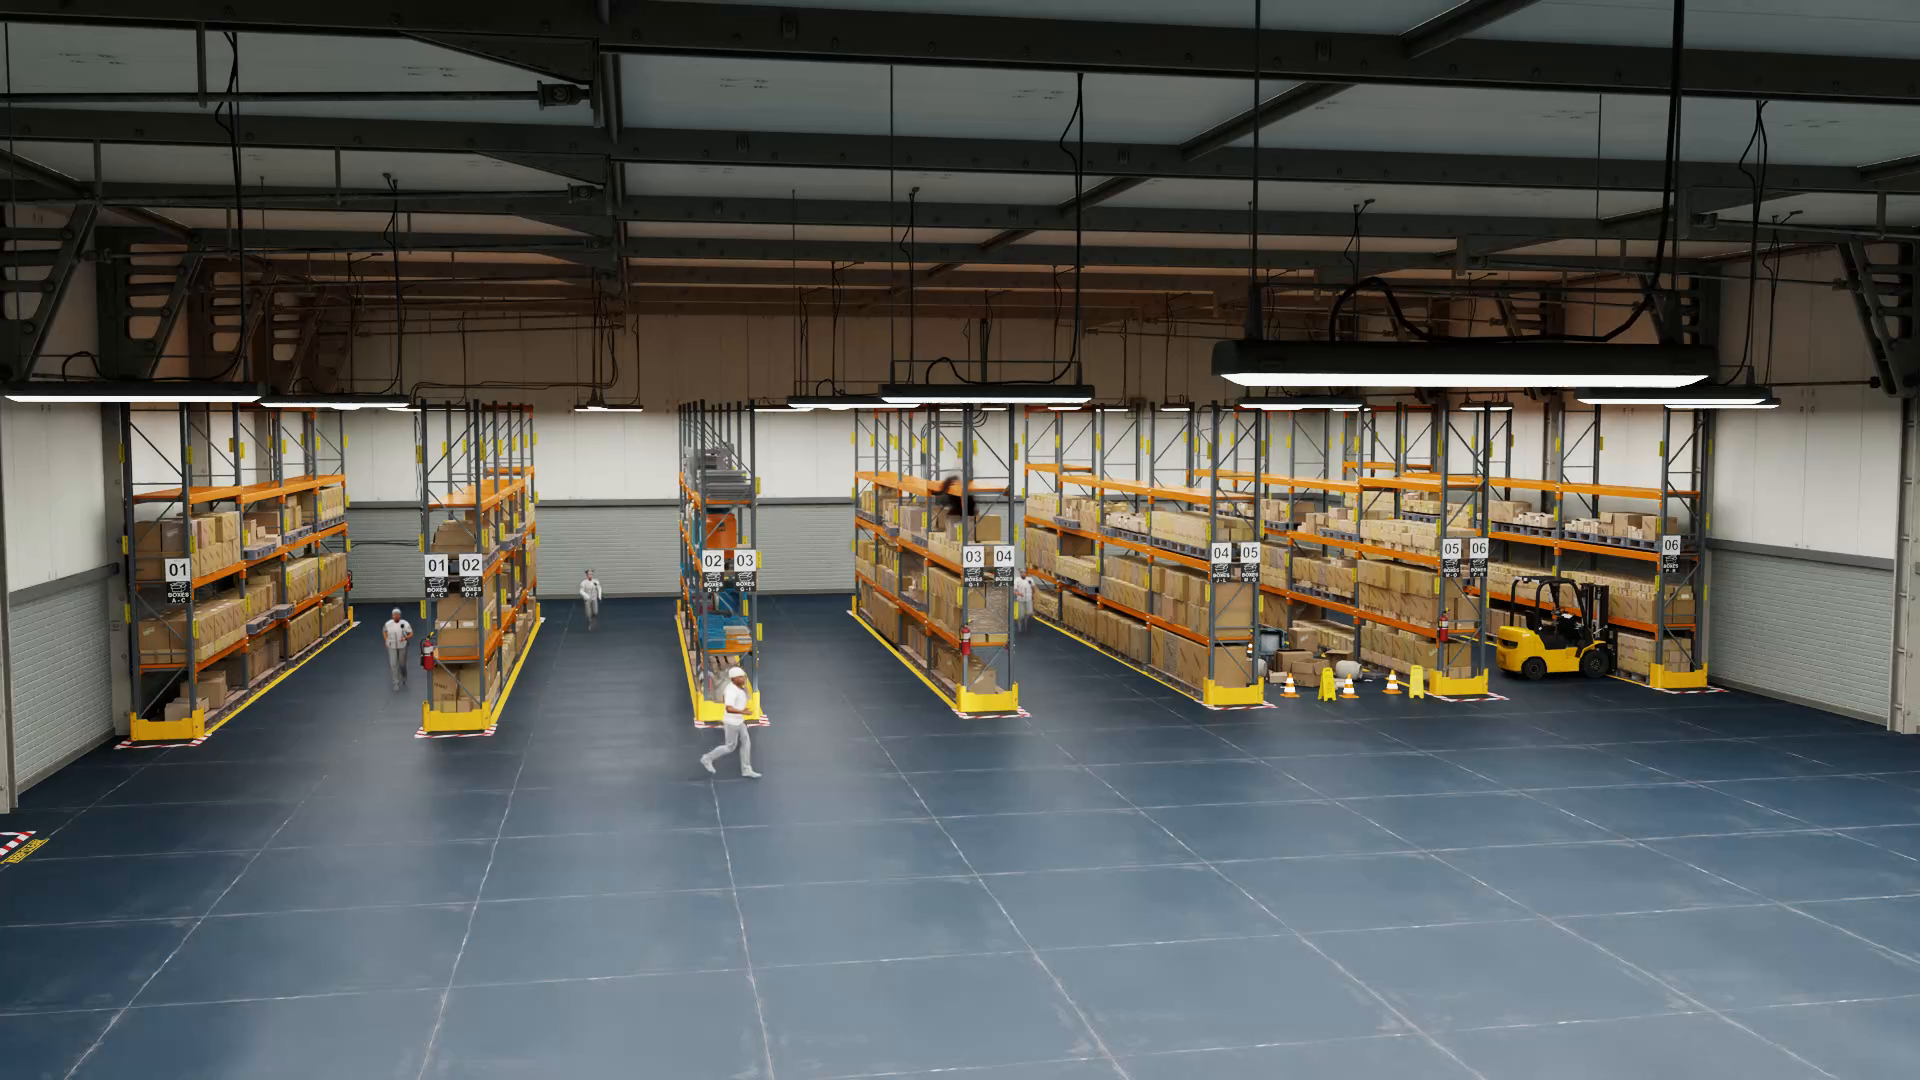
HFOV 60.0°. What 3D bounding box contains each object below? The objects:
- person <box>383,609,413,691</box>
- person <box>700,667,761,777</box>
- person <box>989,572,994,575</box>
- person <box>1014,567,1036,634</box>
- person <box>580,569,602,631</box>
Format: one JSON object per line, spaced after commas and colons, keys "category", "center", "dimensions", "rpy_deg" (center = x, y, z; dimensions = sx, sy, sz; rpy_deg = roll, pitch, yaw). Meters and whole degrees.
{"category": "person", "center": [-11.756, 2.270, 34.770], "dimensions": [0.617, 1.658, 0.802], "rpy_deg": [-1, 4, -14]}
{"category": "person", "center": [-3.604, 2.869, 26.138], "dimensions": [0.948, 1.754, 0.681], "rpy_deg": [0, 4, 4]}
{"category": "person", "center": [0.814, 1.275, 47.857], "dimensions": [0.688, 1.696, 0.528], "rpy_deg": [1, 4, 14]}
{"category": "person", "center": [1.695, 1.586, 43.424], "dimensions": [0.673, 1.784, 0.694], "rpy_deg": [0, 4, -6]}
{"category": "person", "center": [-9.729, 1.588, 43.892], "dimensions": [0.590, 1.645, 0.622], "rpy_deg": [-2, 5, -20]}
